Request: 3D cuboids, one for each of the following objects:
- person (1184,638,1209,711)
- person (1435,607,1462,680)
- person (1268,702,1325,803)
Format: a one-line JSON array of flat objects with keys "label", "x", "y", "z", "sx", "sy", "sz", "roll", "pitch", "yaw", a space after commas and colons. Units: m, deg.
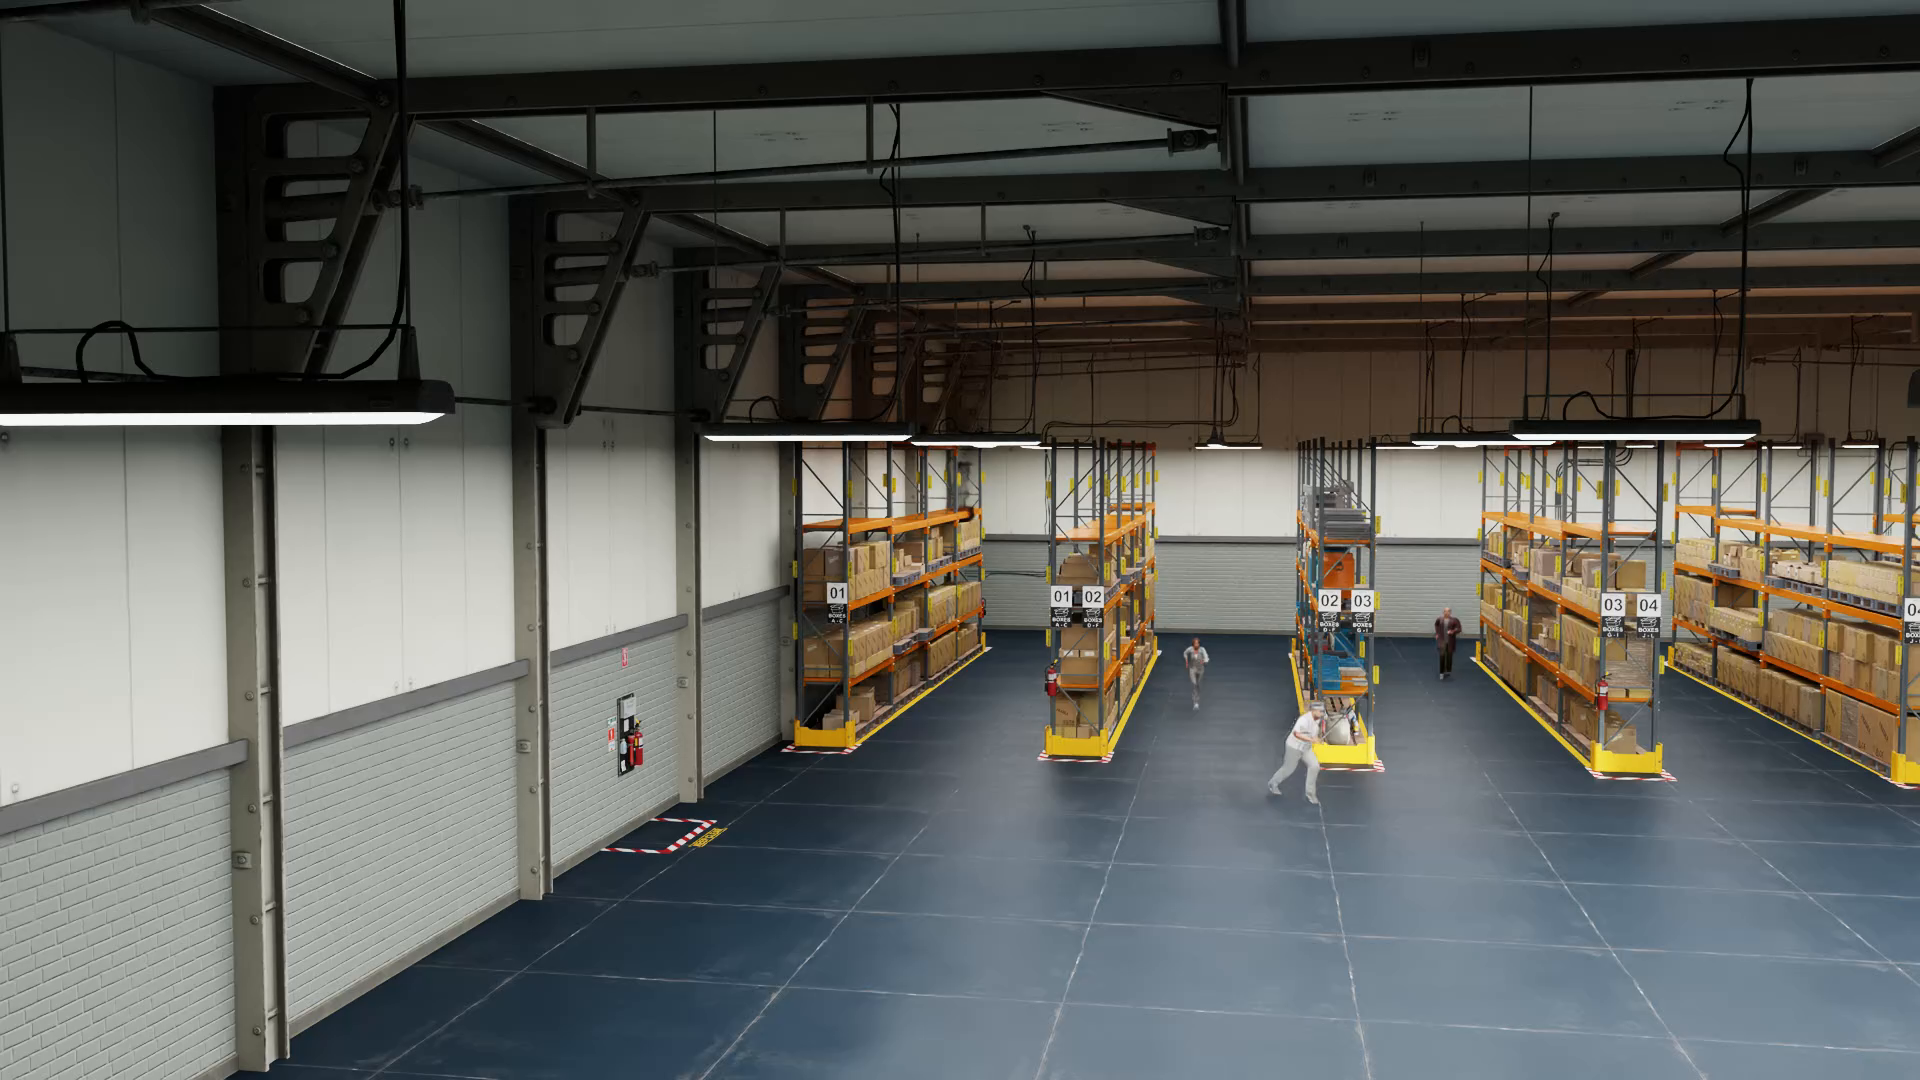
[{"label": "person", "x": 5.290, "y": 3.020, "z": 37.268, "sx": 0.539, "sy": 1.492, "sz": 0.955, "roll": 0, "pitch": 3, "yaw": 1}, {"label": "person", "x": 12.346, "y": 2.615, "z": 42.082, "sx": 0.681, "sy": 1.848, "sz": 0.824, "roll": 1, "pitch": 3, "yaw": 21}, {"label": "person", "x": 5.548, "y": 3.479, "z": 27.380, "sx": 1.005, "sy": 1.720, "sz": 0.707, "roll": 3, "pitch": 4, "yaw": 41}]
